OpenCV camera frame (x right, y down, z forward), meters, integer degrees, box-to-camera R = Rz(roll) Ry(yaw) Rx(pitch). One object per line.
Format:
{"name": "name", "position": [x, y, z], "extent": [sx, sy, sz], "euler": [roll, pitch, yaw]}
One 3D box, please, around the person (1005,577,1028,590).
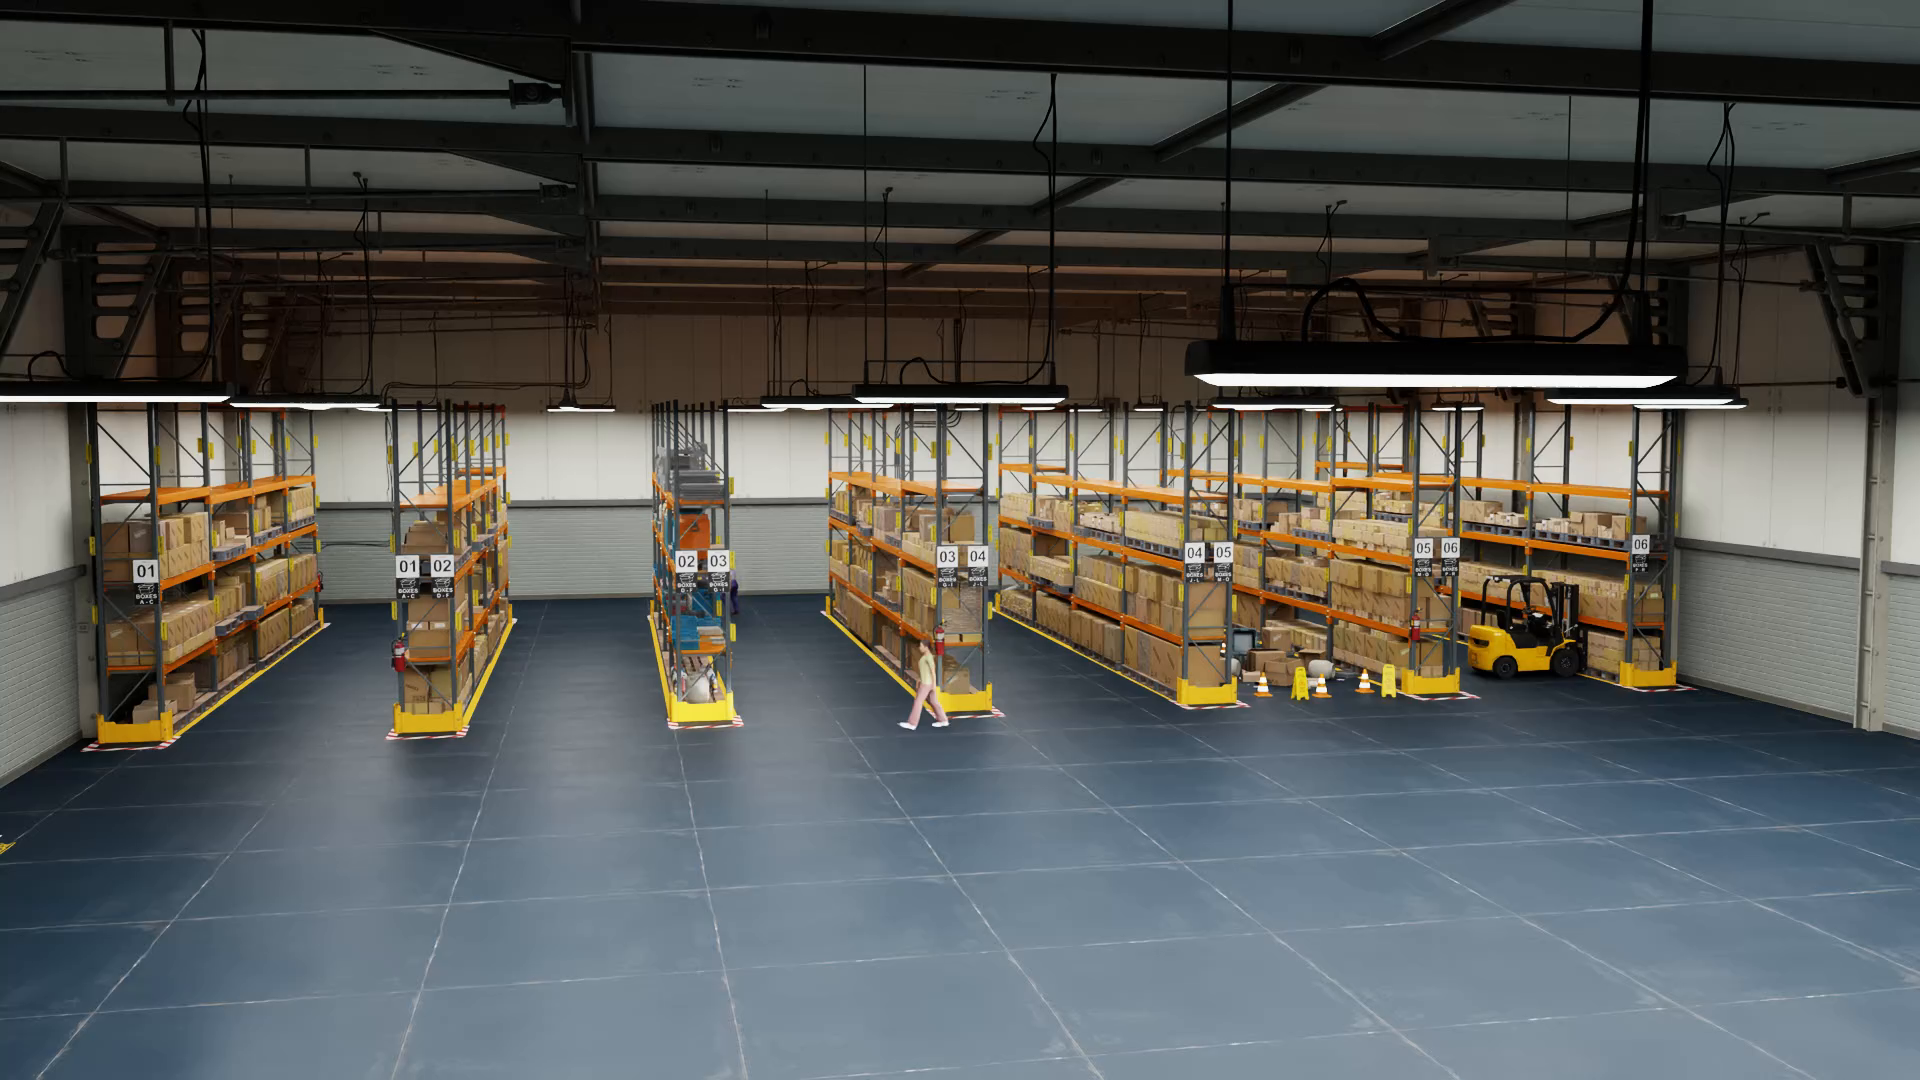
{"name": "person", "position": [1.854, 1.012, 51.486], "extent": [1.116, 1.667, 0.570], "euler": [2, 5, 19]}

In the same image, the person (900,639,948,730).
{"name": "person", "position": [-0.650, 2.615, 30.299], "extent": [0.892, 1.641, 0.465], "euler": [0, 4, -2]}

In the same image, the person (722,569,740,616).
{"name": "person", "position": [-6.555, 1.339, 47.463], "extent": [0.564, 1.669, 0.521], "euler": [1, 4, 16]}
